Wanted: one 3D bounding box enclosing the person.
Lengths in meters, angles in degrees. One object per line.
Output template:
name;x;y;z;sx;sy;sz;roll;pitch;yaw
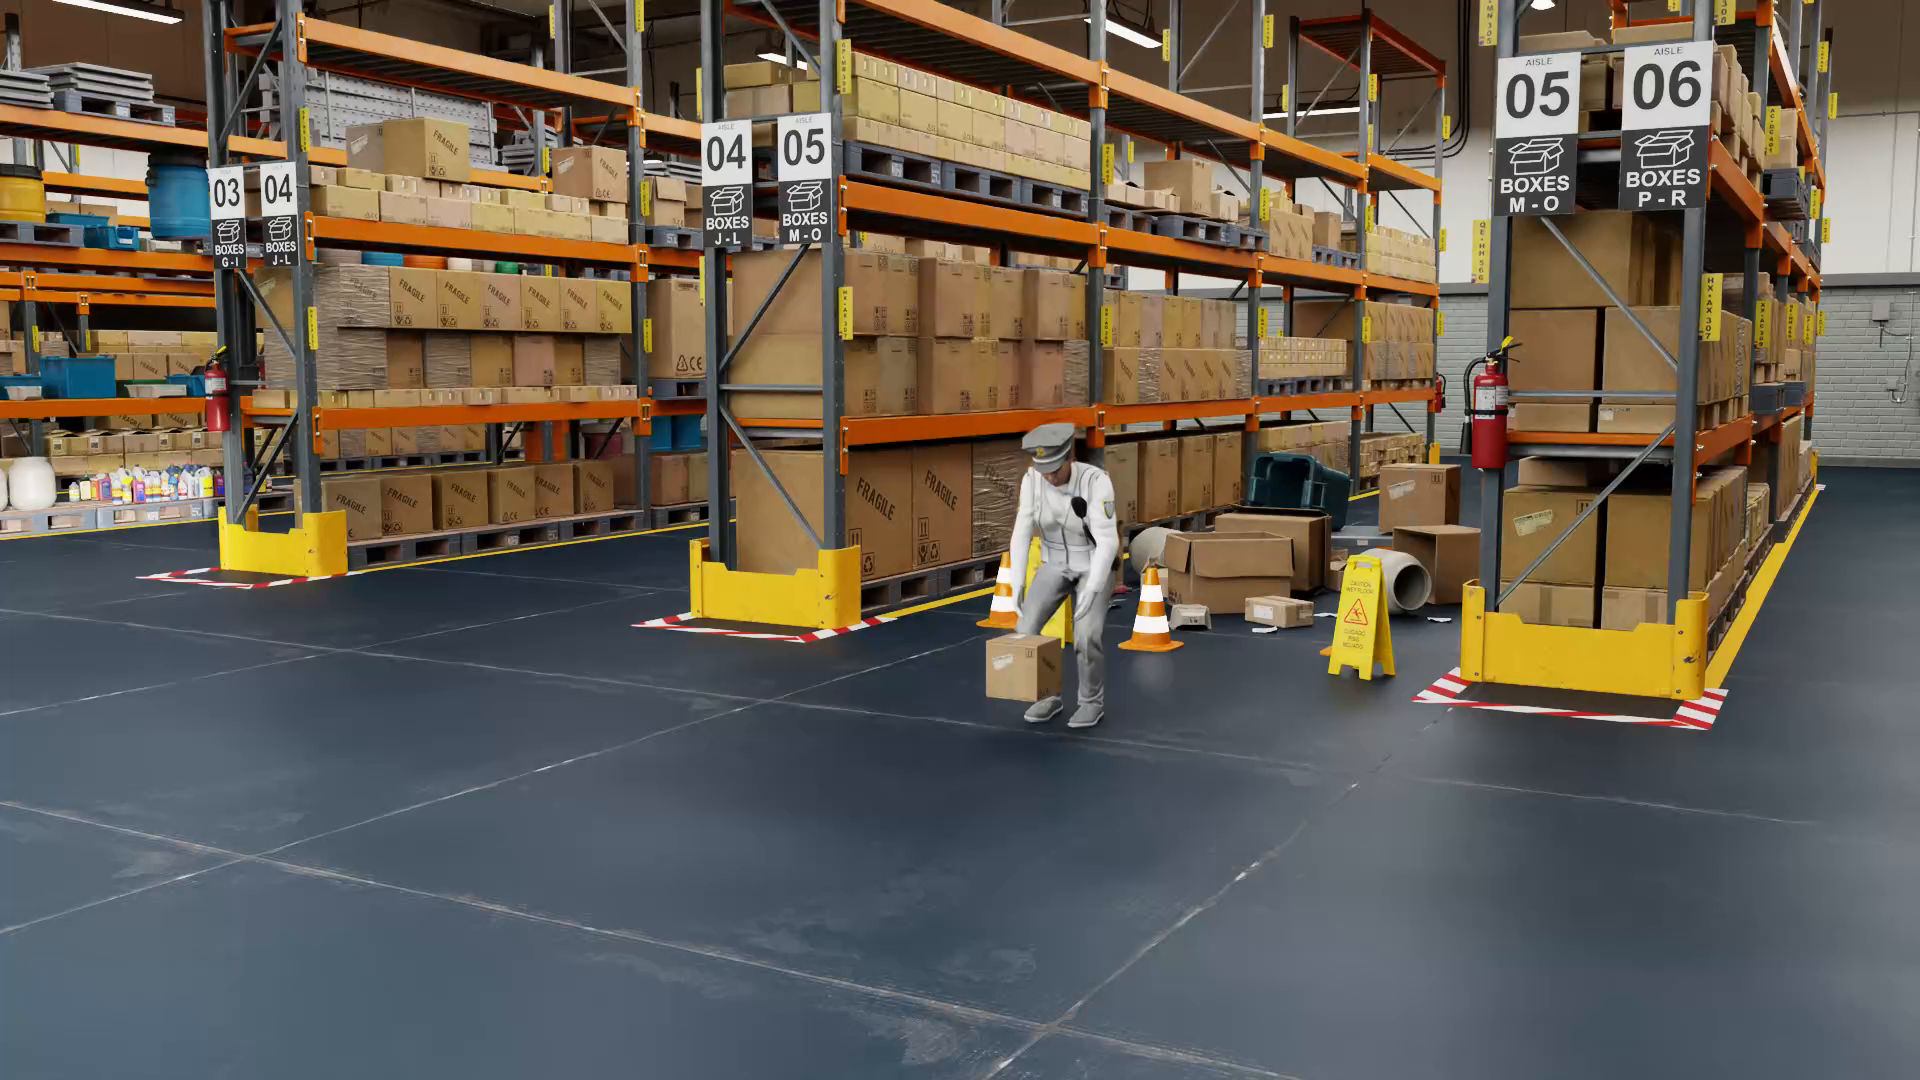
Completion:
person;0.502;0.158;7.663;0.535;1.404;0.691;3;7;29
